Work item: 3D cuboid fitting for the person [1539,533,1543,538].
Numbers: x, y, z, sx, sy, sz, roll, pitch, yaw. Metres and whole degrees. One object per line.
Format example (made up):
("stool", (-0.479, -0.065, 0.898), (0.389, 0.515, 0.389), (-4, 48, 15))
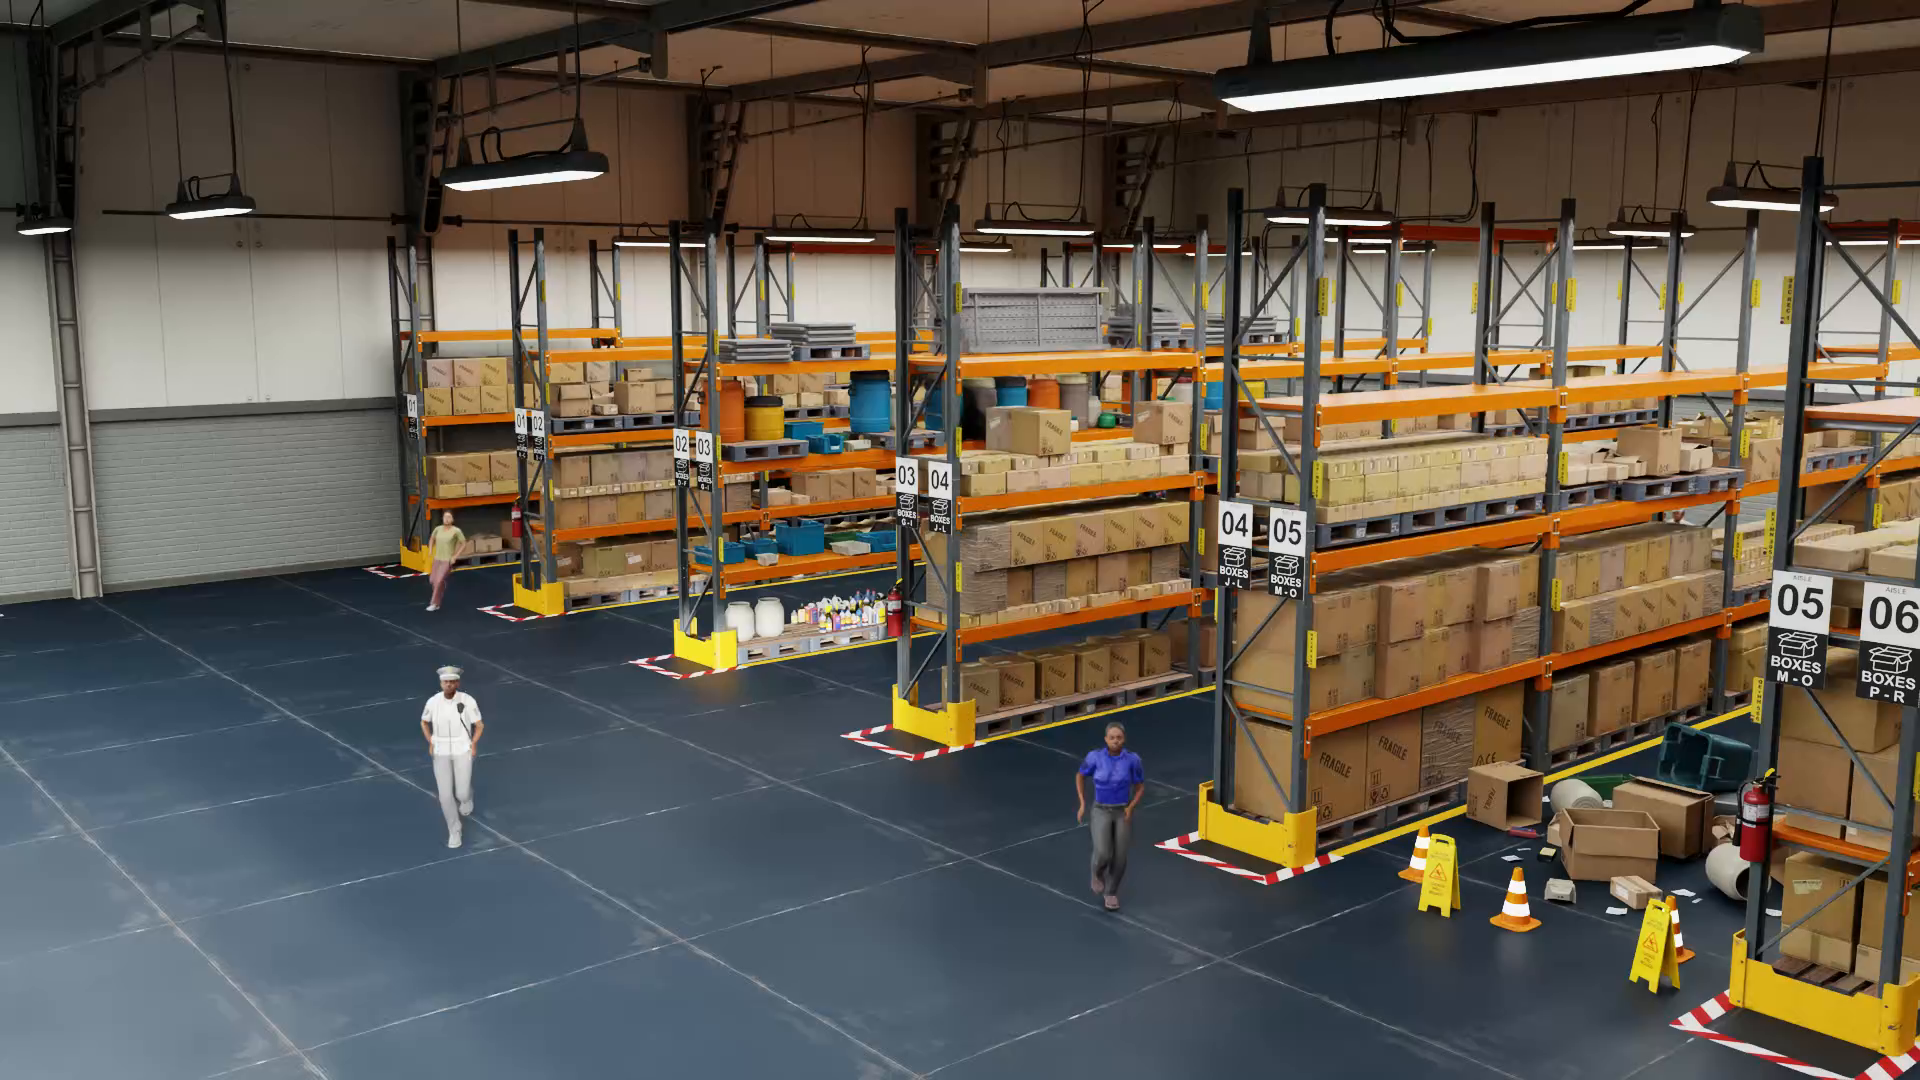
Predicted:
("person", (8.441, 0.641, 23.999), (0.709, 1.729, 0.685), (8, 12, 42))

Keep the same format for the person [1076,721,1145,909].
("person", (1.247, 2.289, 13.705), (0.561, 1.609, 0.580), (0, 9, 0))

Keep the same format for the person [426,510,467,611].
("person", (-8.175, 0.312, 26.501), (0.610, 1.596, 0.556), (1, 9, 5))

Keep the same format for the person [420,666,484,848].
("person", (-4.752, 1.981, 15.581), (0.577, 1.677, 0.686), (-2, 9, -10))

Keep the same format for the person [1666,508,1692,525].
("person", (11.380, 0.294, 26.471), (0.576, 1.731, 0.760), (7, 11, 38))
